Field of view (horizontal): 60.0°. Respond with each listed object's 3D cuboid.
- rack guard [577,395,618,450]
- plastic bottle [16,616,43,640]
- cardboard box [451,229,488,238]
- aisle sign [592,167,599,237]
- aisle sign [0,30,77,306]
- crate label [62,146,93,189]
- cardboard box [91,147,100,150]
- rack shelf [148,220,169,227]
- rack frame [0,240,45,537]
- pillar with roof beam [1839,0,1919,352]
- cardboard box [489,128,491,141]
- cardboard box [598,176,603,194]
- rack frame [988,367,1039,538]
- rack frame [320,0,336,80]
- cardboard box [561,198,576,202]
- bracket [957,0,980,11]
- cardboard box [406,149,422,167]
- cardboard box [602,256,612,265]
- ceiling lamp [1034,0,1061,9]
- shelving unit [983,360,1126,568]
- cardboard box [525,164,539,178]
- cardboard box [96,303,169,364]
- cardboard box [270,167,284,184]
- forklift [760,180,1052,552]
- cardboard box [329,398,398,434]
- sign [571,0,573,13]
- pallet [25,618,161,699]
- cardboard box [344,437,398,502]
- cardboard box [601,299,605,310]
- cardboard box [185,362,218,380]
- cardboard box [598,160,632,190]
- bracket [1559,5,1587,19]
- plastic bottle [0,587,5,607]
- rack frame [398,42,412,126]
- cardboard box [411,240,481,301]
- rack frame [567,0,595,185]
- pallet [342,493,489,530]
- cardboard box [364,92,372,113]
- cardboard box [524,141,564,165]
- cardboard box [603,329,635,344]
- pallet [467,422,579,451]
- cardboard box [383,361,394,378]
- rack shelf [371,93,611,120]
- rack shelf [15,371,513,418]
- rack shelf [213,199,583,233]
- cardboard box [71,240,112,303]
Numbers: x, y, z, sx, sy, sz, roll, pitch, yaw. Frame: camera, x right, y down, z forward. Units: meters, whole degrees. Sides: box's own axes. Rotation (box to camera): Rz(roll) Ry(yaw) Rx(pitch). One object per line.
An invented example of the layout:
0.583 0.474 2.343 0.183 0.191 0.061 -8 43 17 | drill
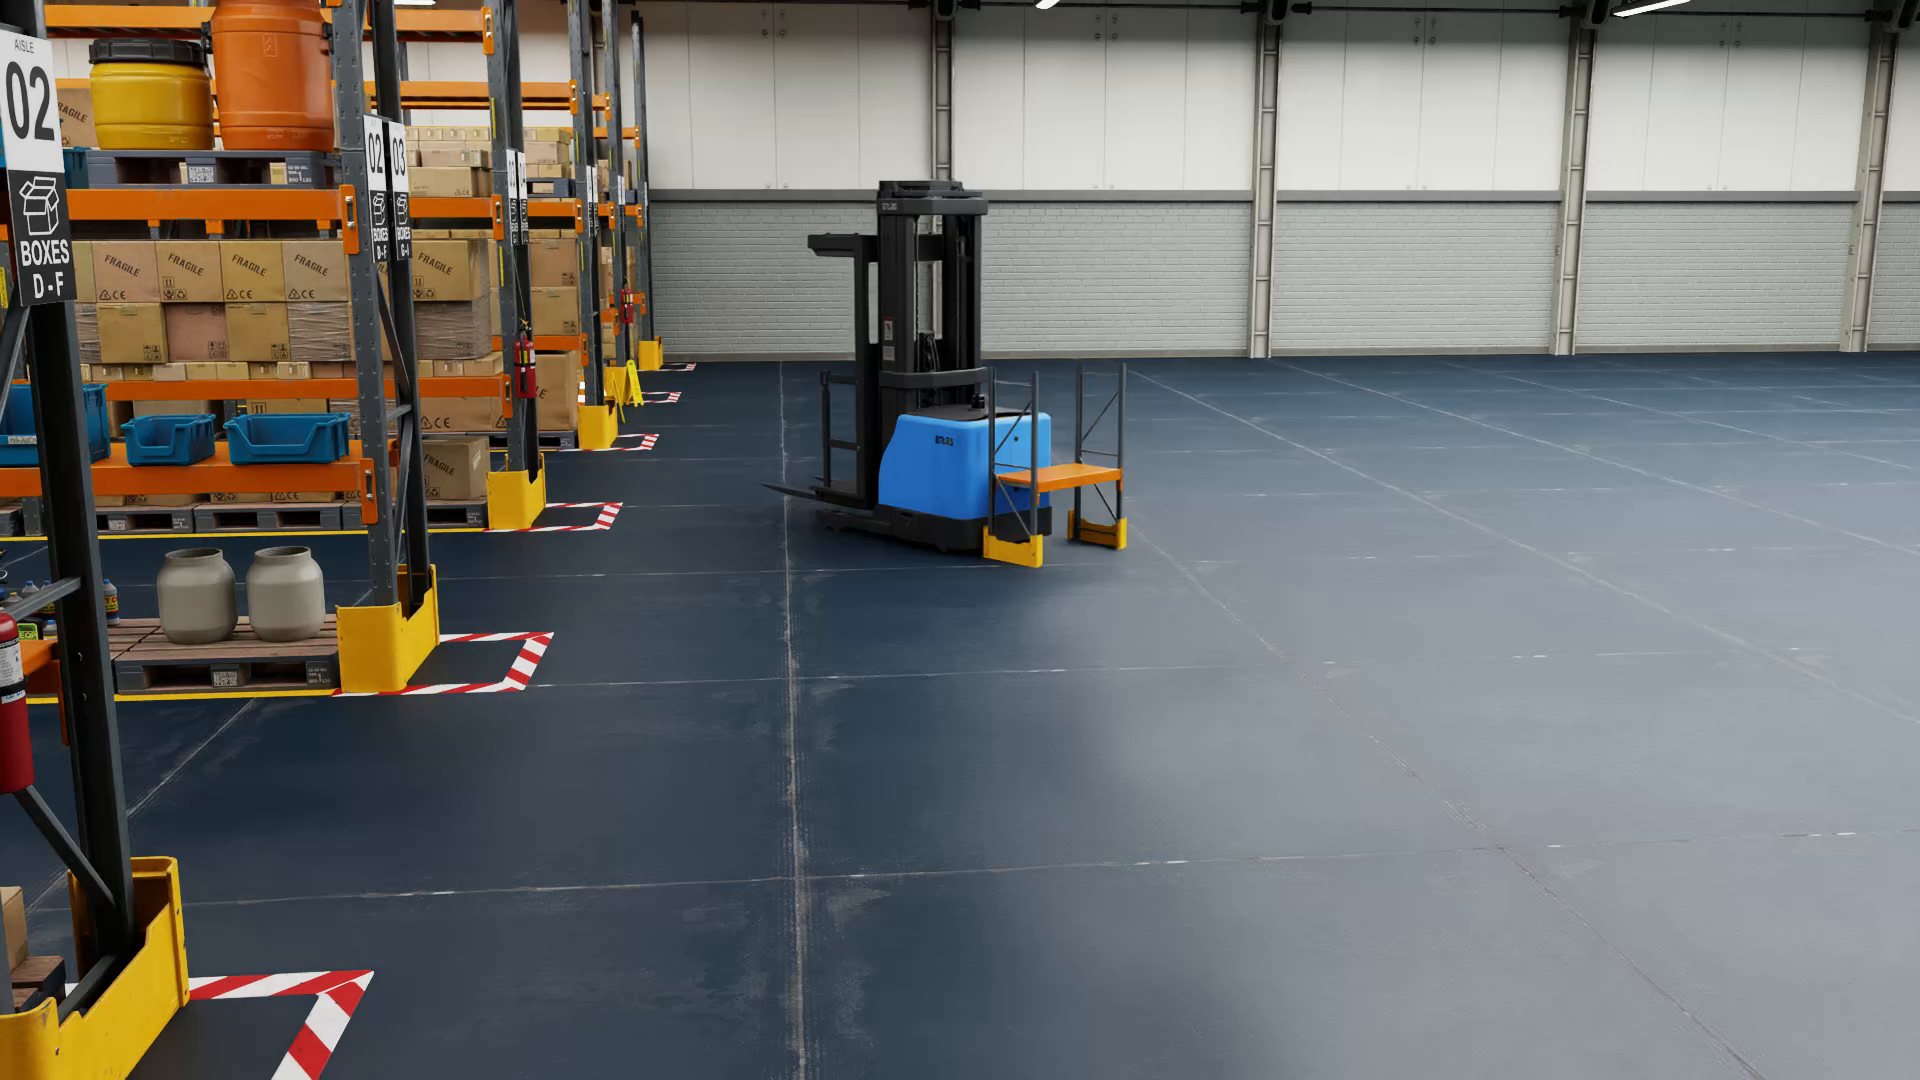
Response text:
-4.290 -1.403 19.707 0.348 0.500 1.175 -1 11 -6 | rack guard
-5.236 0.520 9.350 0.133 0.283 0.061 -1 11 -5 | plastic bottle
-6.944 -4.186 23.761 0.500 0.500 0.700 -1 11 -6 | cardboard box
-4.276 -3.963 19.513 0.004 0.787 0.394 -1 11 -6 | aisle sign
-2.780 -1.111 5.006 0.004 0.787 0.394 -1 11 -6 | aisle sign
-5.240 -2.149 9.632 0.408 0.251 0.502 -1 11 -6 | crate label
-6.968 -3.154 13.714 0.250 0.149 0.380 -1 11 -6 | cardboard box
-15.430 -5.438 27.843 4.000 0.370 1.077 -1 11 -6 | rack shelf
-7.855 -1.592 14.191 0.127 3.000 1.000 -1 11 -6 | rack frame
18.047 -7.304 27.693 0.548 9.000 9.100 -1 11 -6 | pillar with roof beam
-5.115 -4.541 18.652 0.250 0.149 0.380 -1 11 -5 | cardboard box
-5.477 -5.161 24.185 0.500 0.250 0.500 -1 11 -7 | cardboard box
0.408 -0.567 12.862 0.032 1.500 0.500 -11 15 -43 | rack frame
-8.925 -6.436 23.279 0.127 3.000 1.000 -1 11 -6 | rack frame
-5.517 -4.852 23.647 0.250 0.149 0.380 -1 11 -6 | cardboard box
0.138 -9.461 29.336 0.430 0.232 0.235 -1 11 -6 | bracket
-4.652 -3.194 13.918 0.250 0.149 0.380 -2 11 -9 | cardboard box
-6.054 -4.823 28.685 0.250 0.149 0.380 -1 11 -5 | cardboard box
1.667 -9.739 24.946 0.800 3.185 2.000 -1 11 -6 | ceiling lamp
0.765 -0.634 13.204 1.083 1.500 0.587 -11 15 -43 | shelving unit
-4.858 -4.155 18.757 0.250 0.149 0.380 -1 11 -6 | cardboard box
-6.900 -1.788 14.158 0.500 0.500 0.875 -1 11 -6 | cardboard box
-5.836 -2.983 13.881 0.500 0.250 0.500 -1 11 -7 | cardboard box
-0.597 -1.567 14.242 1.130 2.935 3.031 -10 15 -41 | forklift
-6.762 -1.728 19.302 0.875 0.875 0.875 -1 11 -6 | cardboard box
-4.269 -5.965 18.256 0.005 0.325 0.100 -1 11 -6 | sign
-5.432 0.694 9.791 1.213 0.211 1.003 -1 11 -6 | pallet
-5.092 -0.626 14.668 0.500 0.500 0.500 2 11 9 | cardboard box
-5.297 -3.404 24.057 0.250 0.149 0.380 -1 11 -4 | cardboard box
-6.369 -1.446 14.101 0.250 0.149 0.380 -1 11 -6 | cardboard box
-5.902 -6.248 28.489 0.500 0.500 0.500 -1 11 -4 | cardboard box
11.243 -9.694 30.520 0.430 0.232 0.235 -1 11 -6 | bracket
-5.821 0.389 10.047 0.097 0.271 0.097 0 11 0 | plastic bottle
-9.465 -7.388 28.121 0.127 3.000 1.000 -1 11 -6 | rack frame
-4.399 -2.302 14.180 0.500 0.500 0.500 -1 11 -6 | cardboard box
-4.314 -5.572 18.885 0.127 3.000 1.000 -1 11 -6 | rack frame
-4.766 -0.295 14.824 1.213 0.211 1.003 -1 11 -6 | pallet
-5.384 -3.608 14.345 0.500 0.500 0.500 -1 11 -6 | cardboard box
-4.770 -4.364 18.785 0.500 0.250 0.500 -1 11 -5 | cardboard box
-5.939 -3.560 28.943 0.500 0.250 0.500 -1 11 -7 | cardboard box
-5.100 -1.229 19.572 1.213 0.211 1.003 -1 11 -6 | pallet
-4.881 -1.484 14.293 0.250 0.149 0.380 -1 11 -6 | cardboard box
-6.937 -6.123 23.561 4.000 0.370 1.077 -1 11 -6 | rack shelf
-5.867 -1.281 14.472 4.000 0.370 1.077 -1 11 -6 | rack shelf
-6.302 -3.706 19.032 4.000 0.370 1.077 -1 11 -6 | rack shelf
-7.380 -2.238 13.856 0.500 0.500 0.500 -1 11 -6 | cardboard box
